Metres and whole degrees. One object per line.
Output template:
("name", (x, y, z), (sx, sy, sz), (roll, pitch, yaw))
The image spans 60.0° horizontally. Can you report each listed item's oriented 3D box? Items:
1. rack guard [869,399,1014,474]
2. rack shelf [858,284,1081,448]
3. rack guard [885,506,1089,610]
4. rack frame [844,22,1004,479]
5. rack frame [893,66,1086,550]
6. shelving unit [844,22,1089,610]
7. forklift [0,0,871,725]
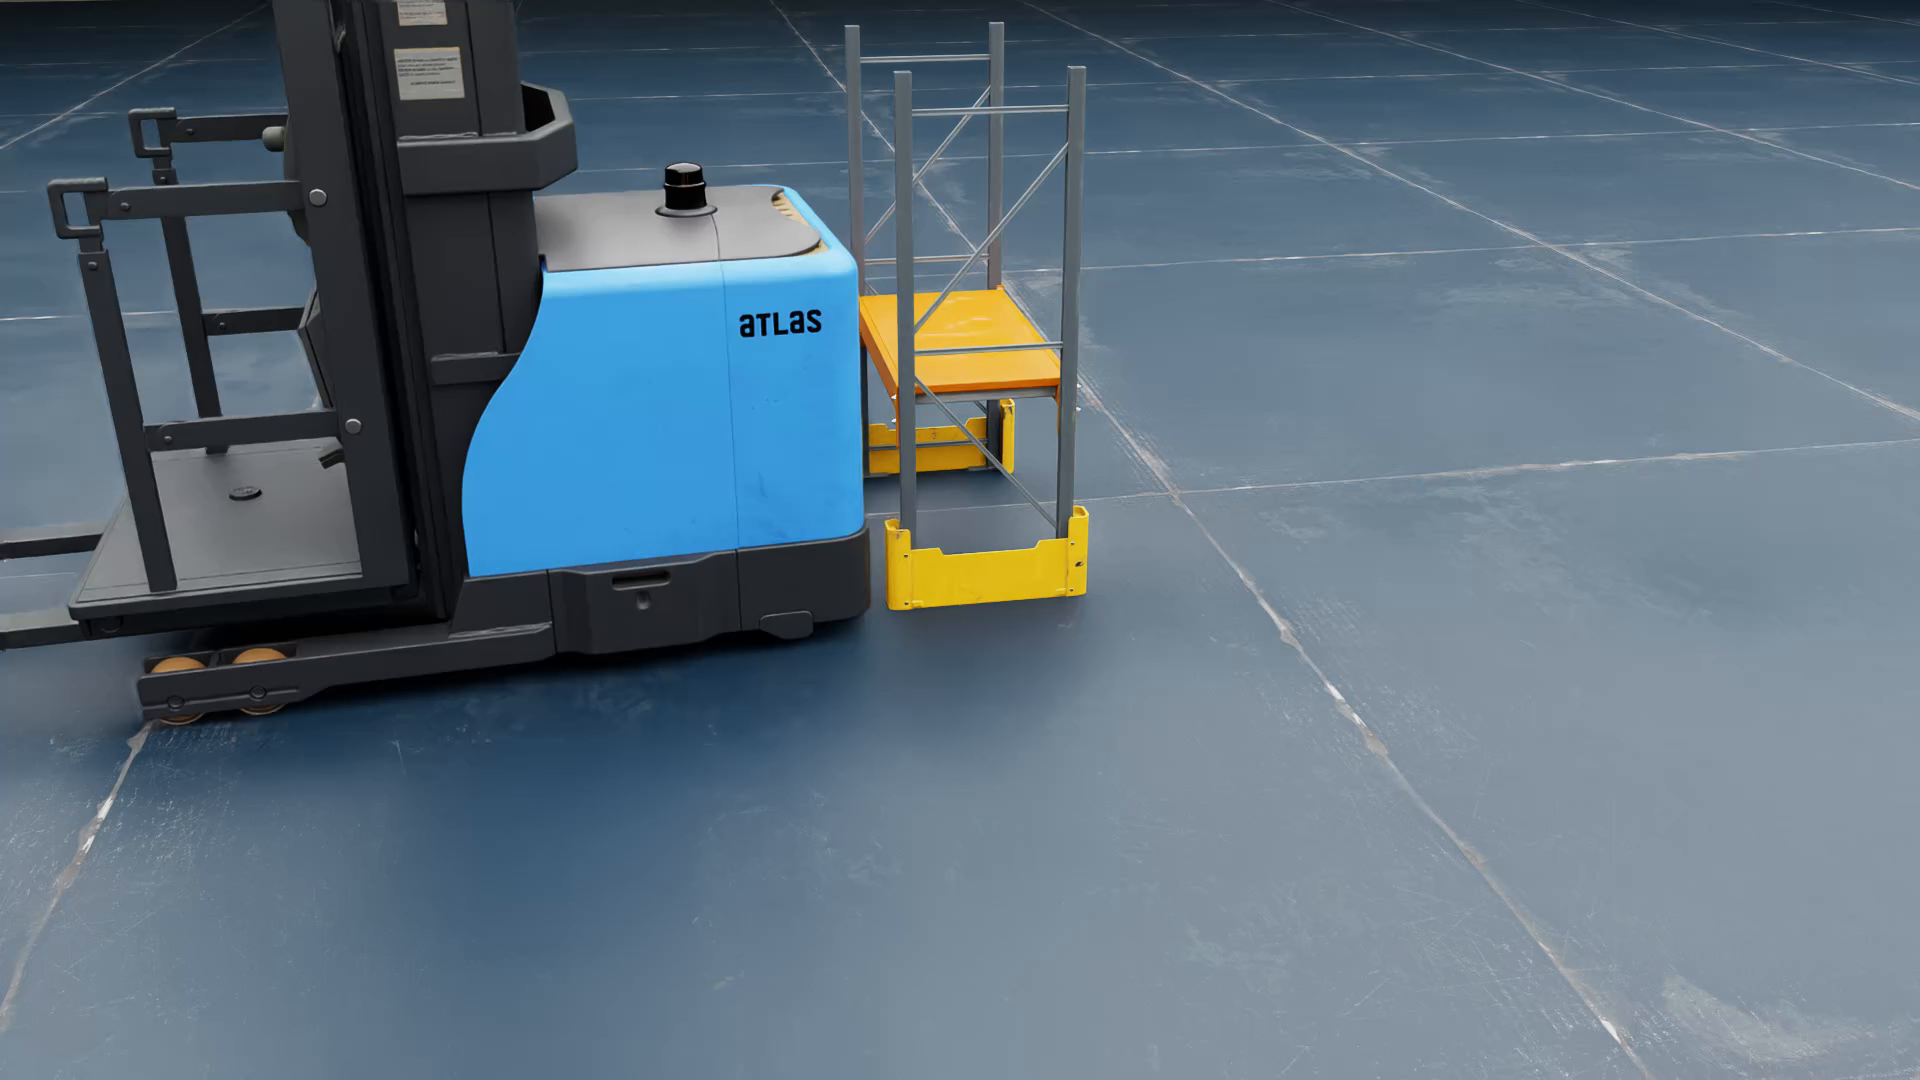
("rack guard", (-0.106, -0.340, 5.717), (0.587, 0.250, 0.087), (-4, 24, -10))
("rack shelf", (-0.016, -0.556, 5.099), (0.538, 0.185, 1.000), (-4, 24, -10))
("rack guard", (0.078, 0.051, 4.820), (0.587, 0.250, 0.087), (-4, 24, -10))
("rack frame", (-0.110, -0.921, 5.484), (0.500, 1.500, 0.032), (-4, 24, -10))
("rack frame", (0.078, -0.521, 4.569), (0.500, 1.500, 0.032), (-4, 24, -10))
("shelving unit", (-0.014, -0.717, 5.018), (0.587, 1.500, 1.083), (-4, 24, -10))
("forklift", (-1.825, -1.112, 4.134), (3.031, 2.935, 1.130), (-6, 24, -14))
